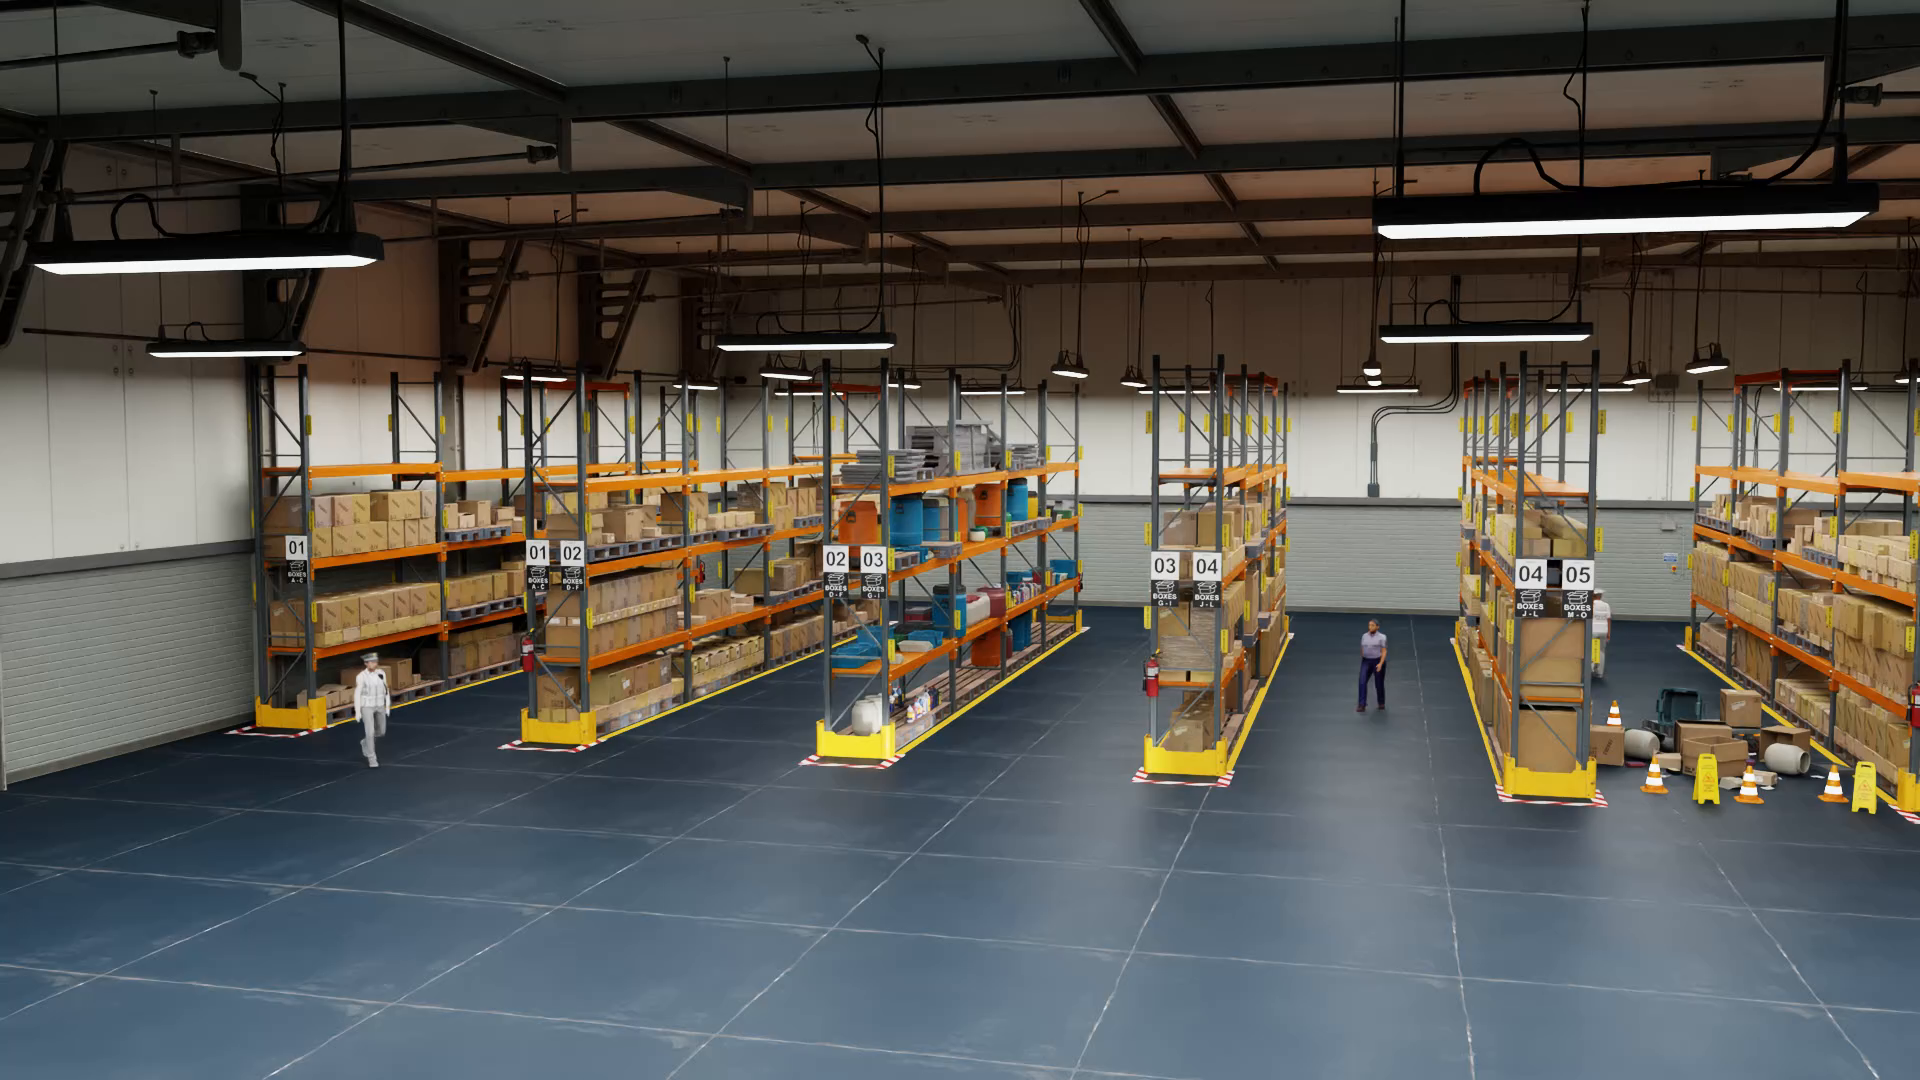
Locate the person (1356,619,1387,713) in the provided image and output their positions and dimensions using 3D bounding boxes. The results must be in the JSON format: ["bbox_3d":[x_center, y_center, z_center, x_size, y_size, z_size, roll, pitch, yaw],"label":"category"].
[{"bbox_3d":[7.188,2.181,28.986,0.493,1.604,0.911,2,5,31],"label":"person"}]

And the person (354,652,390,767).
[{"bbox_3d":[-8.672,2.470,24.532,0.529,1.654,0.759,-4,5,-44],"label":"person"}]

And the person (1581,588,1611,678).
[{"bbox_3d":[12.632,1.864,33.013,0.576,1.805,0.410,-1,4,-11],"label":"person"}]
